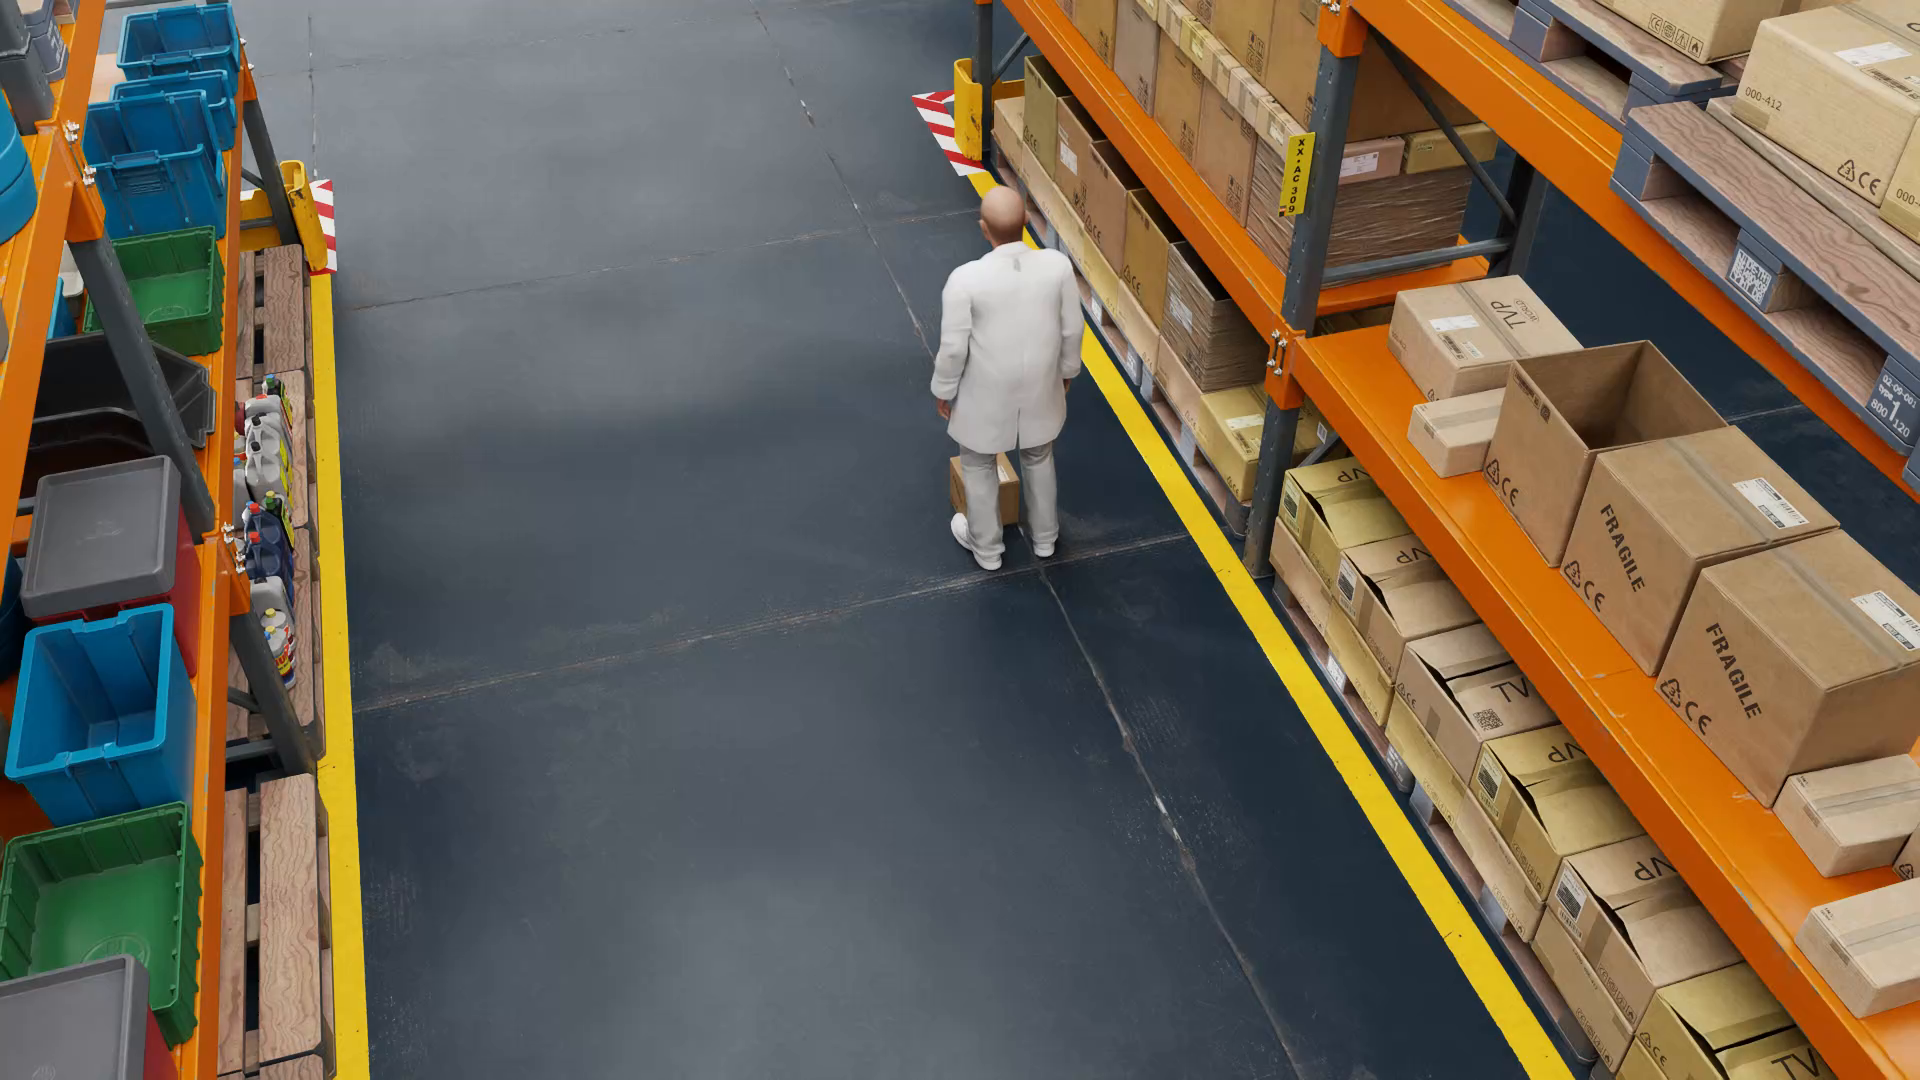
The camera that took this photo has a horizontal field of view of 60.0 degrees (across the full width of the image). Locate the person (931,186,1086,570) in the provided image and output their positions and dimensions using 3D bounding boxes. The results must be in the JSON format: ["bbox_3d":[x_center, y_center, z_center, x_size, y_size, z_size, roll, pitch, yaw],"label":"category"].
[{"bbox_3d":[0.196,-0.647,6.897,0.644,1.774,0.424,-11,43,-12],"label":"person"}]
